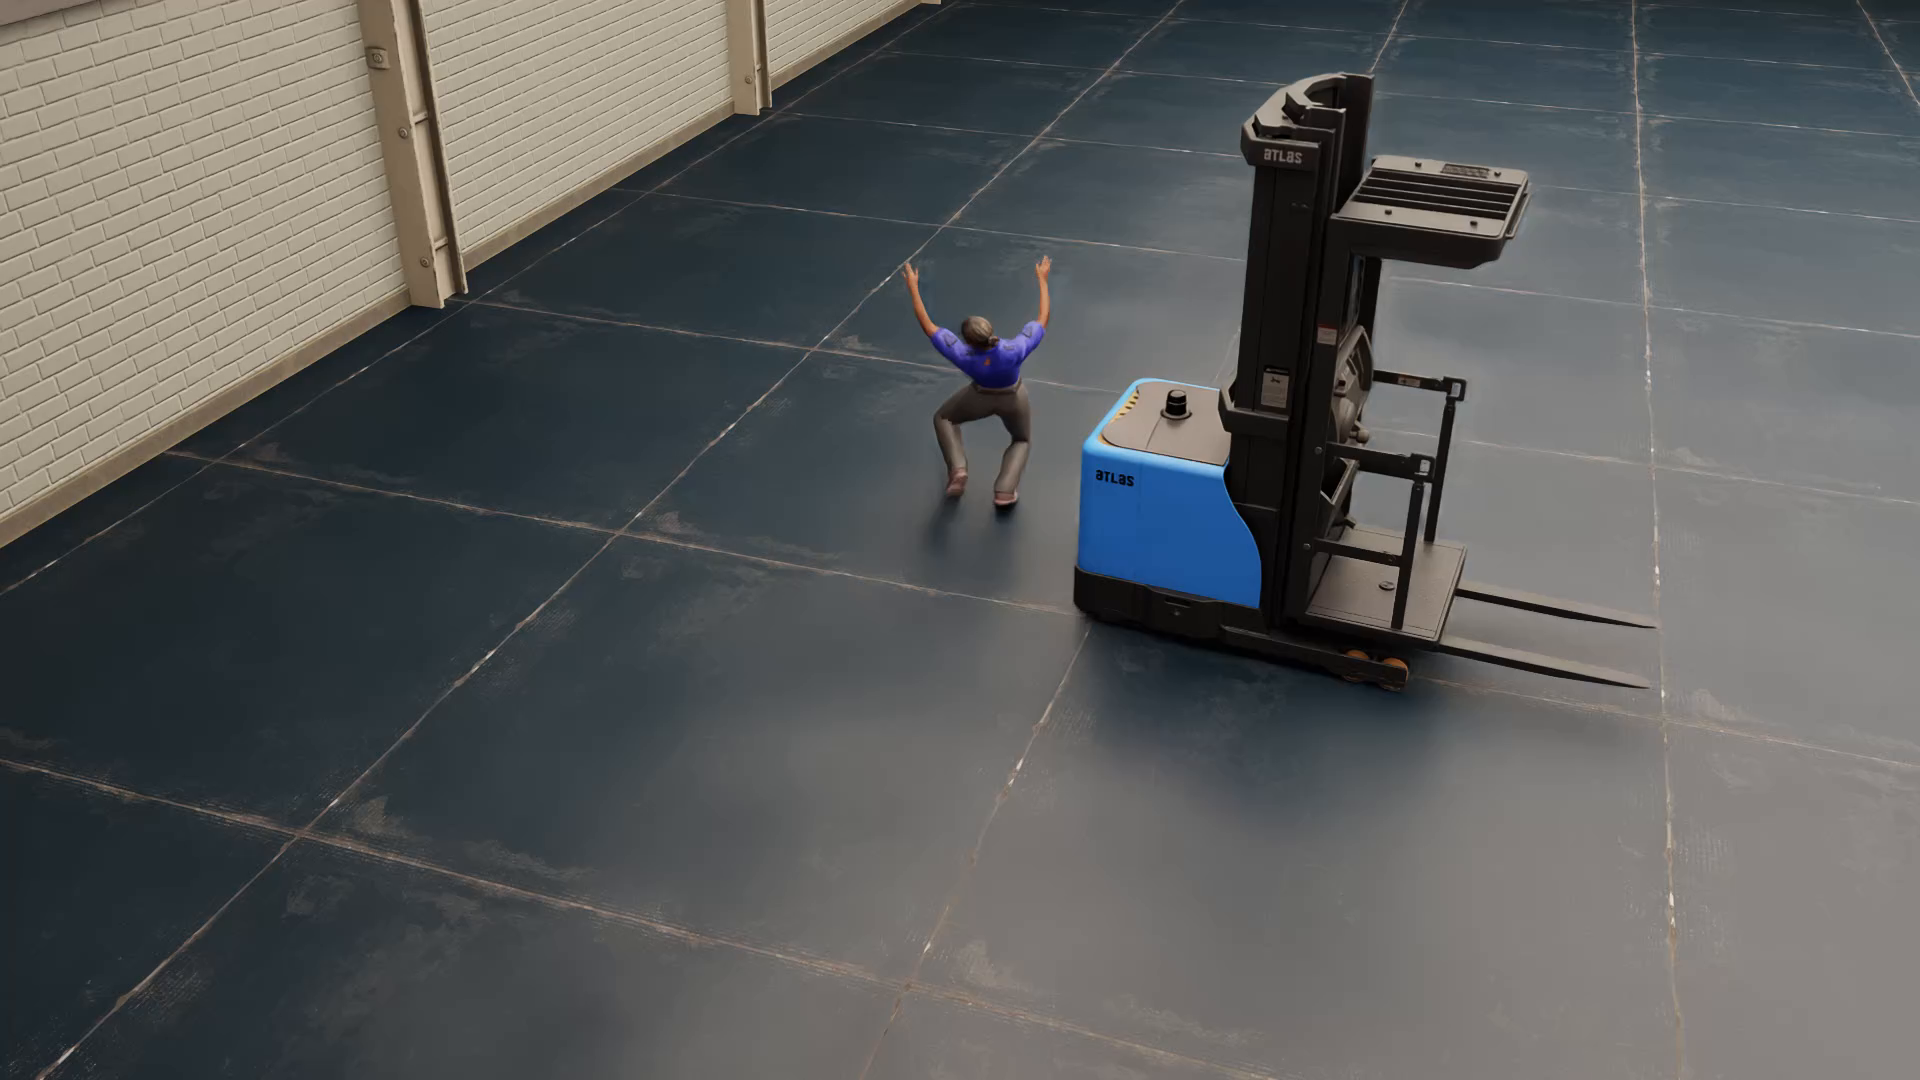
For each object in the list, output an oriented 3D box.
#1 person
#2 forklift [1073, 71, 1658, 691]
[{"bbox_3d":[0.092,-0.916,10.151,0.885,1.563,0.708,1,30,2],"label":"person"},{"bbox_3d":[2.203,-0.785,8.514,3.031,2.935,1.130,12,32,20],"label":"forklift"}]
